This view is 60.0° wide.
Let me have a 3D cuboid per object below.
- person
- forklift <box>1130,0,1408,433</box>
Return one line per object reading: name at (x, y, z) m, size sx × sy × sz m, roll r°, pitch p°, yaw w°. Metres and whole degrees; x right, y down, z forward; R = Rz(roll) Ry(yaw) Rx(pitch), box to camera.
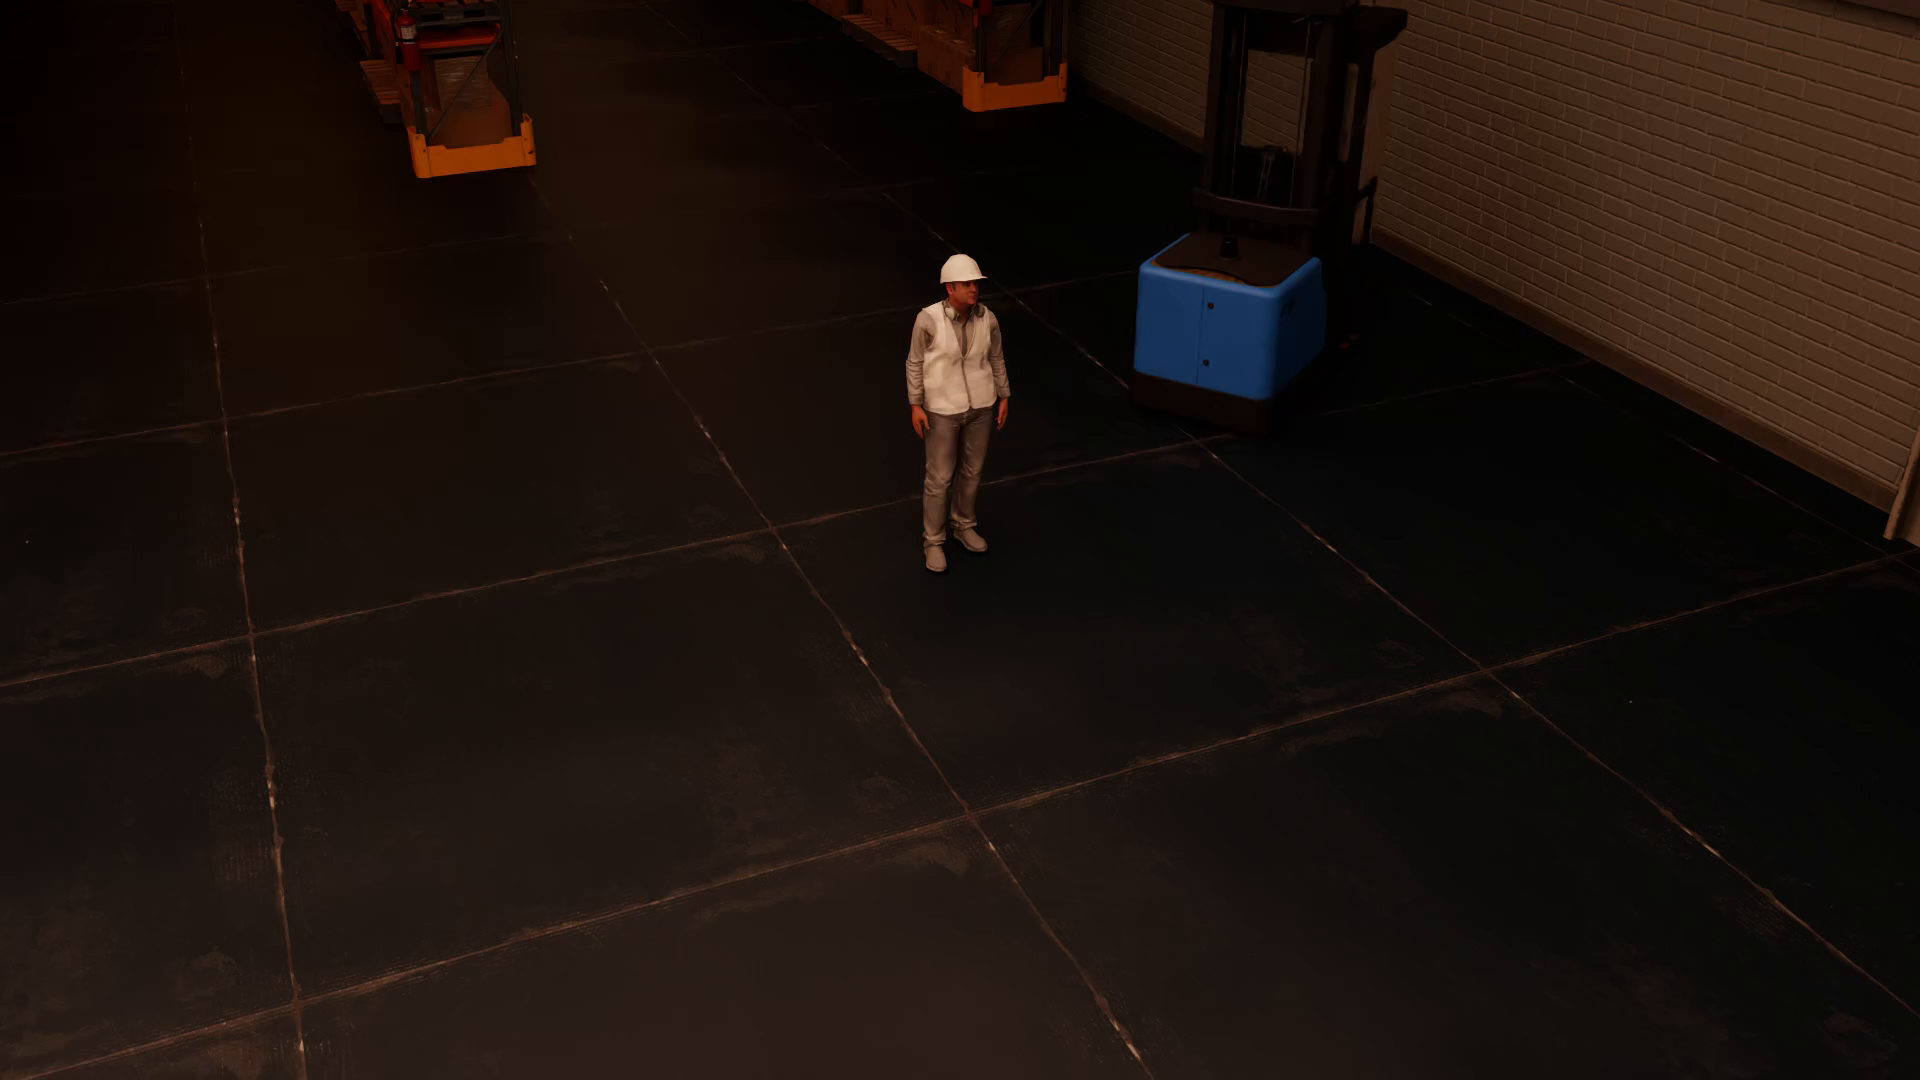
person at (0.017, -0.747, 9.577) m, size 0.632 × 1.773 × 0.568 m, roll -12°, pitch 32°, yaw -20°
forklift at (2.385, -2.684, 11.813) m, size 1.130 × 2.935 × 3.031 m, roll 17°, pitch 34°, yaw 27°
